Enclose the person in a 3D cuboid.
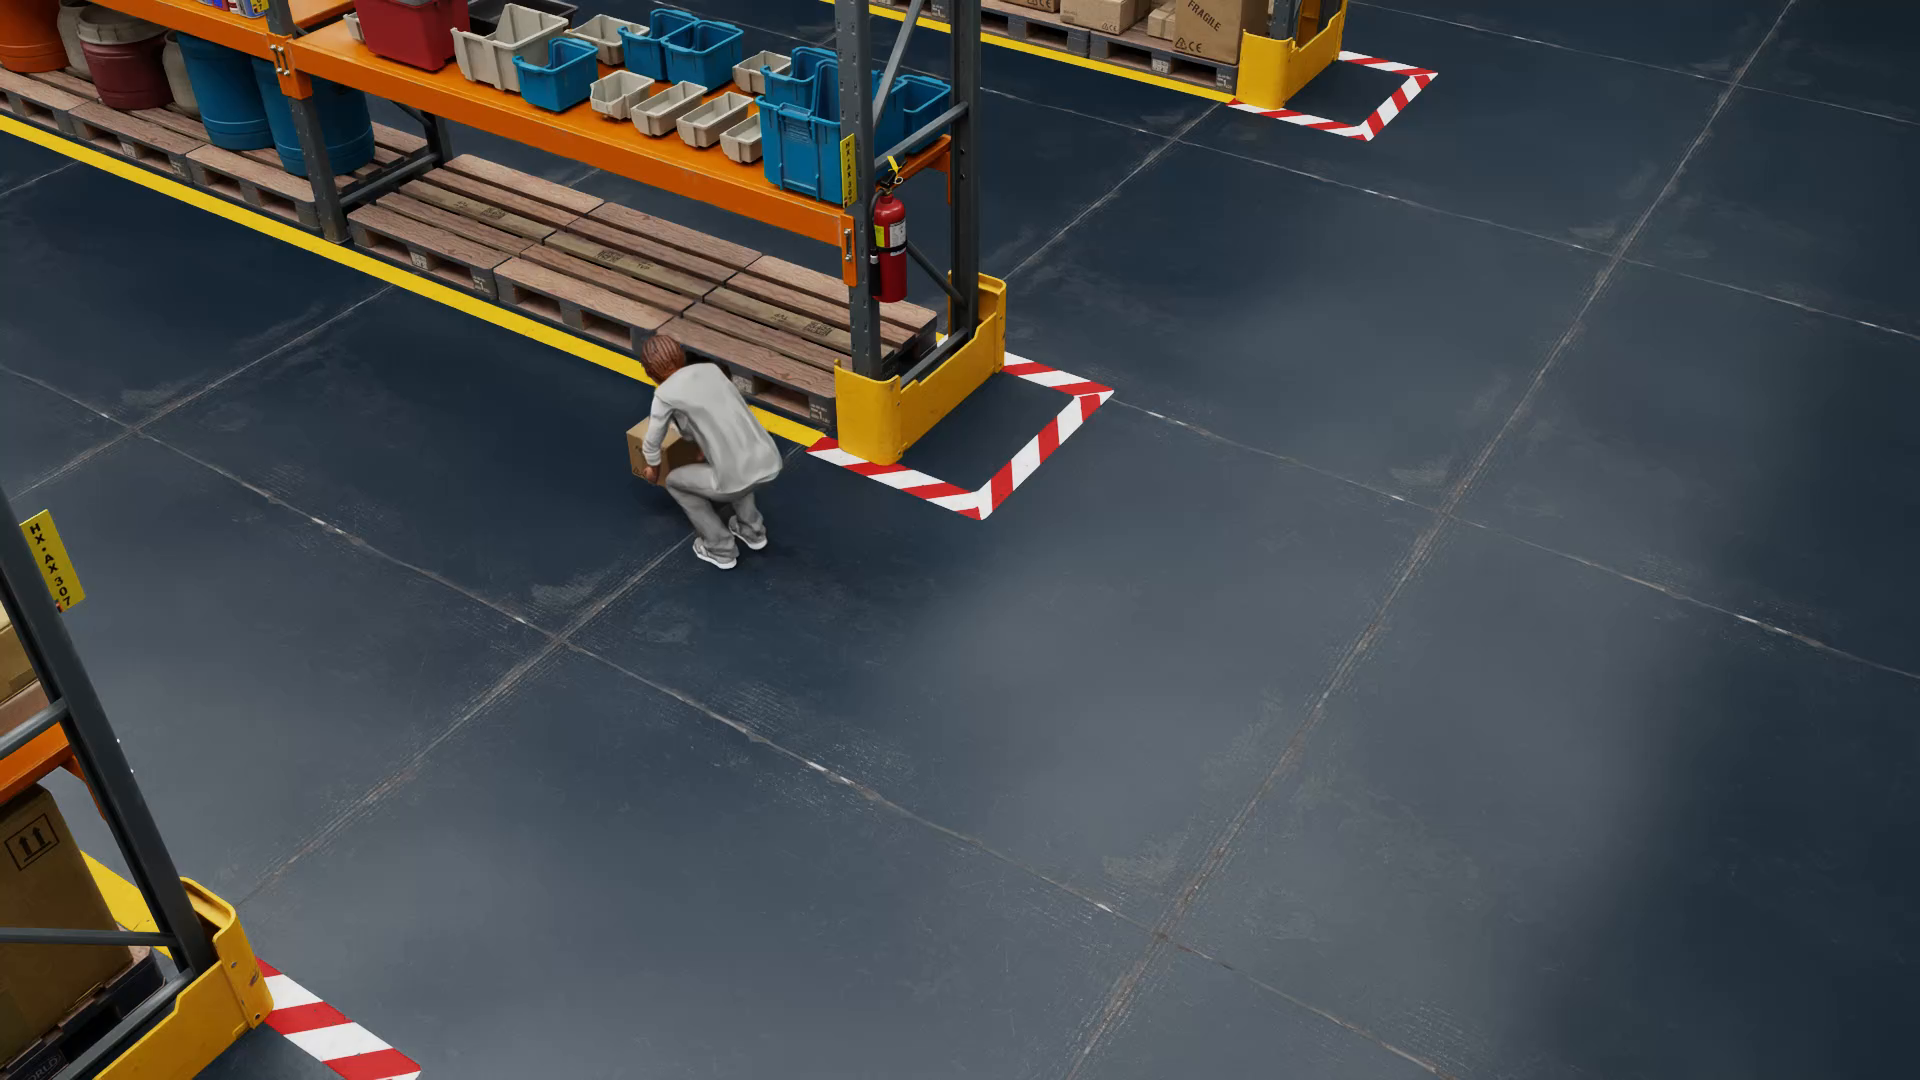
[{"bbox_3d":[-1.145,-0.379,7.602,0.454,1.039,0.757,-30,48,-32],"label":"person"}]
